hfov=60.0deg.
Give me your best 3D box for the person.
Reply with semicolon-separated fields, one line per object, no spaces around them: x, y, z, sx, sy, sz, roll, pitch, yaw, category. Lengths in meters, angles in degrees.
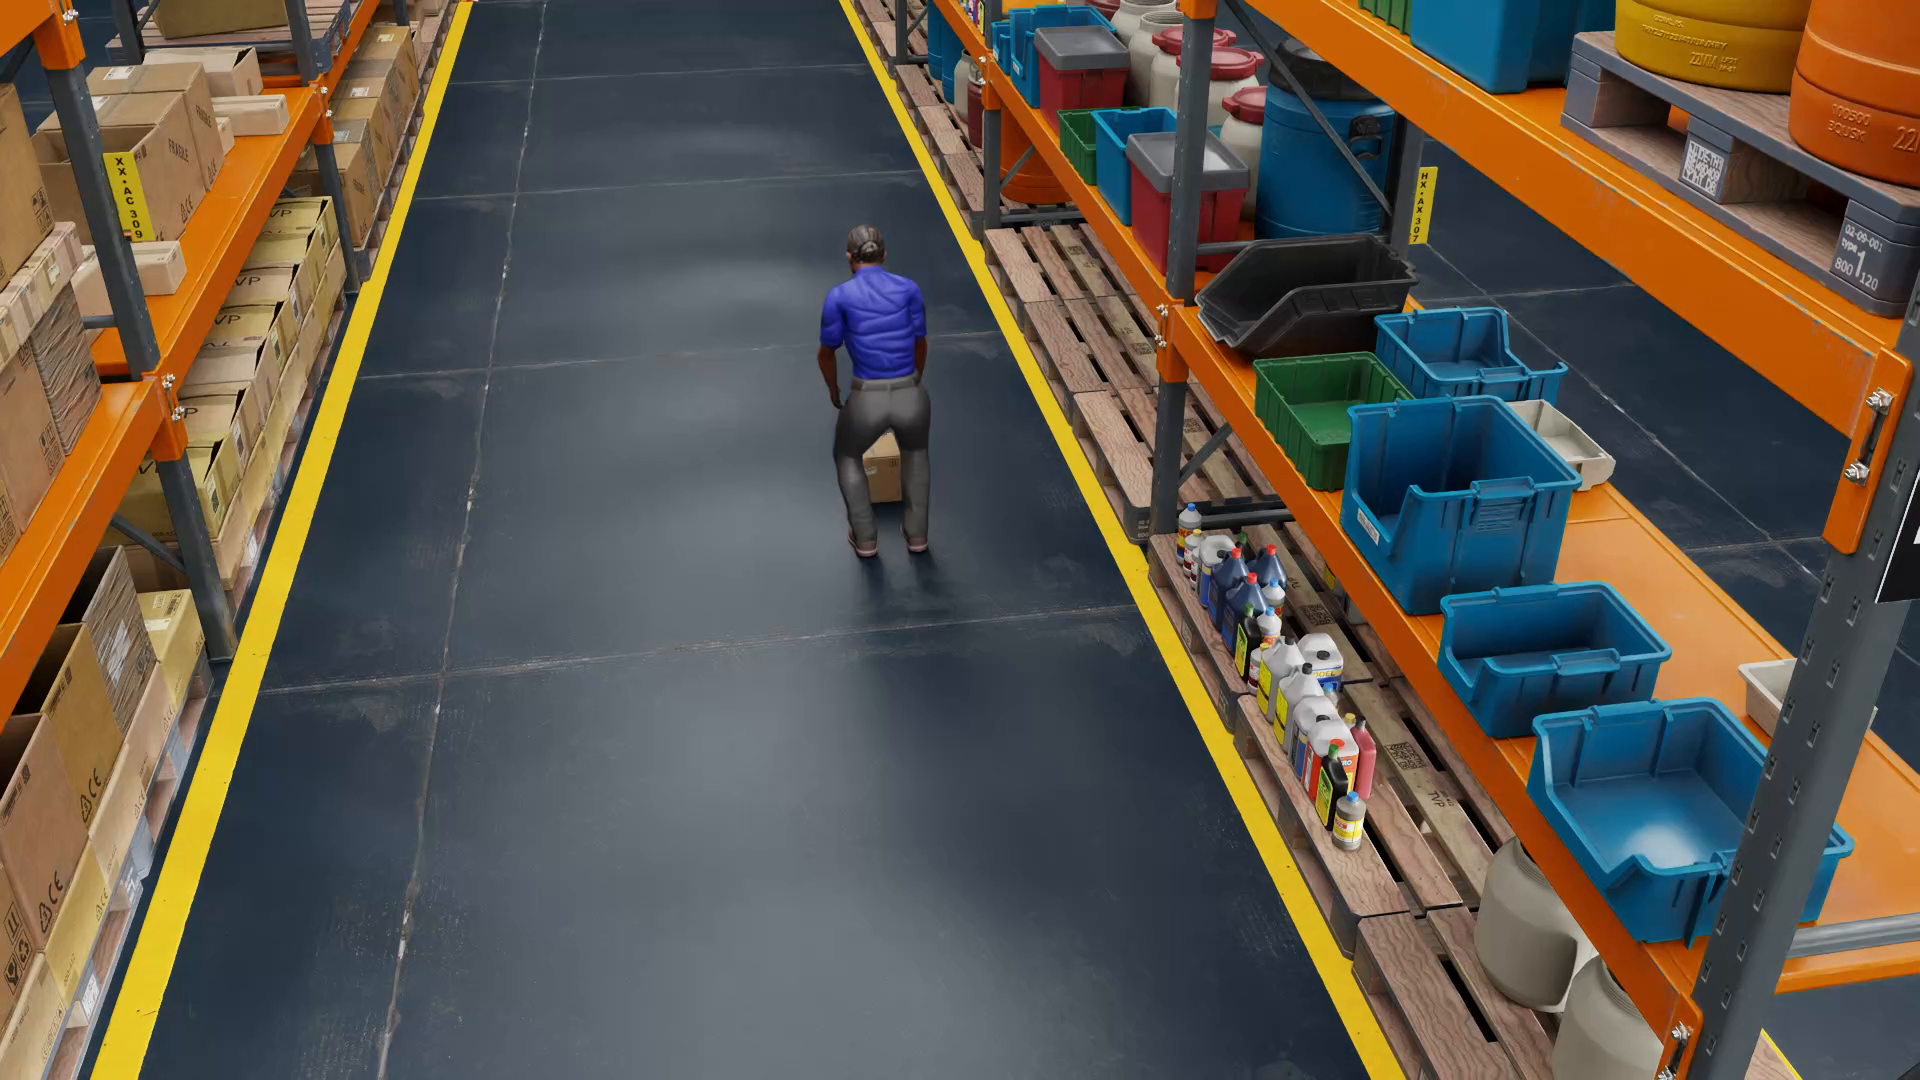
-0.375;-0.628;7.390;0.490;1.464;0.556;-5;31;-8;person
